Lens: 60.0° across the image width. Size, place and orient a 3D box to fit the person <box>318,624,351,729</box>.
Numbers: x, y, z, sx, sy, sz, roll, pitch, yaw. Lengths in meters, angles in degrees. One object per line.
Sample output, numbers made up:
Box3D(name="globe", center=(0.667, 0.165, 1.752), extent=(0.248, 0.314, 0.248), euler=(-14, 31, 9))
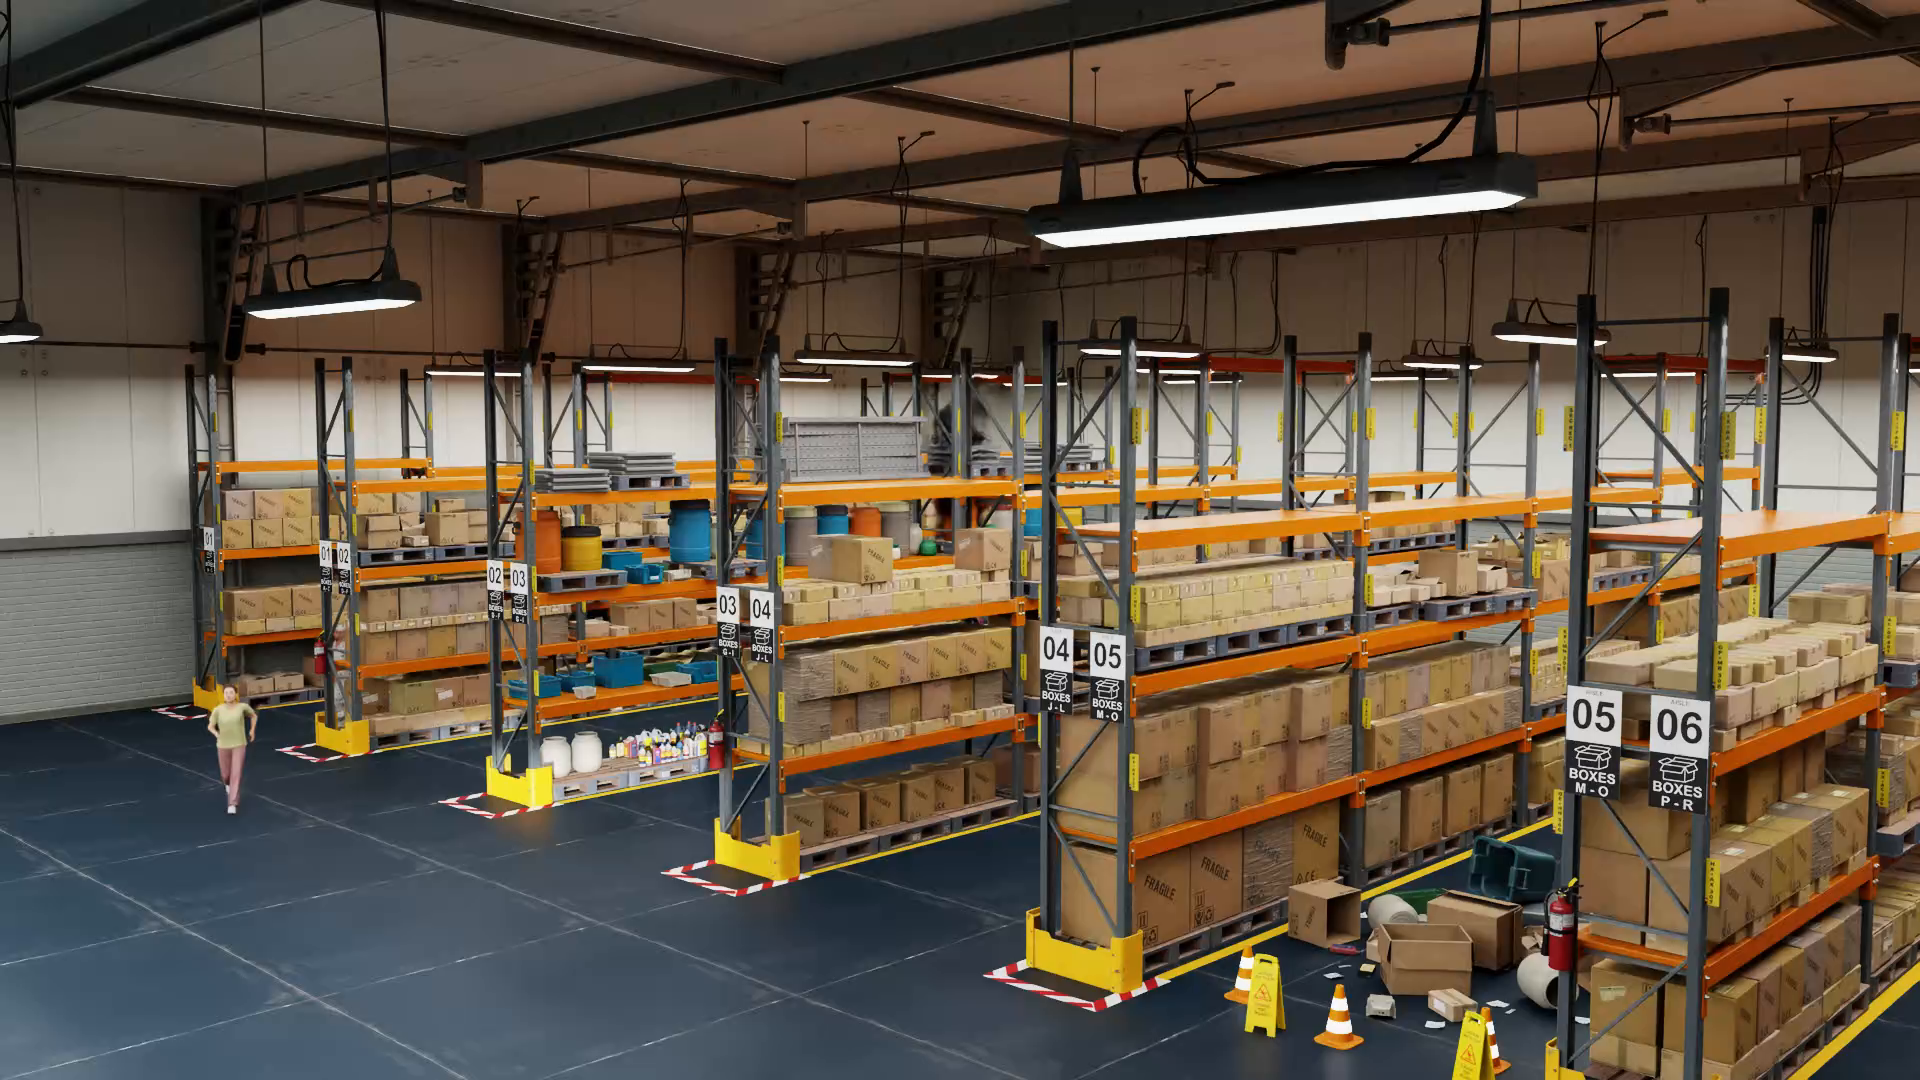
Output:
Box3D(name="person", center=(-10.064, 2.233, 27.034), extent=(0.657, 1.743, 0.605), euler=(2, 5, 29))

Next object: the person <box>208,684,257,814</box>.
Box3D(name="person", center=(-9.450, 2.687, 21.603), extent=(0.592, 1.634, 0.981), euler=(-2, 5, -20))
